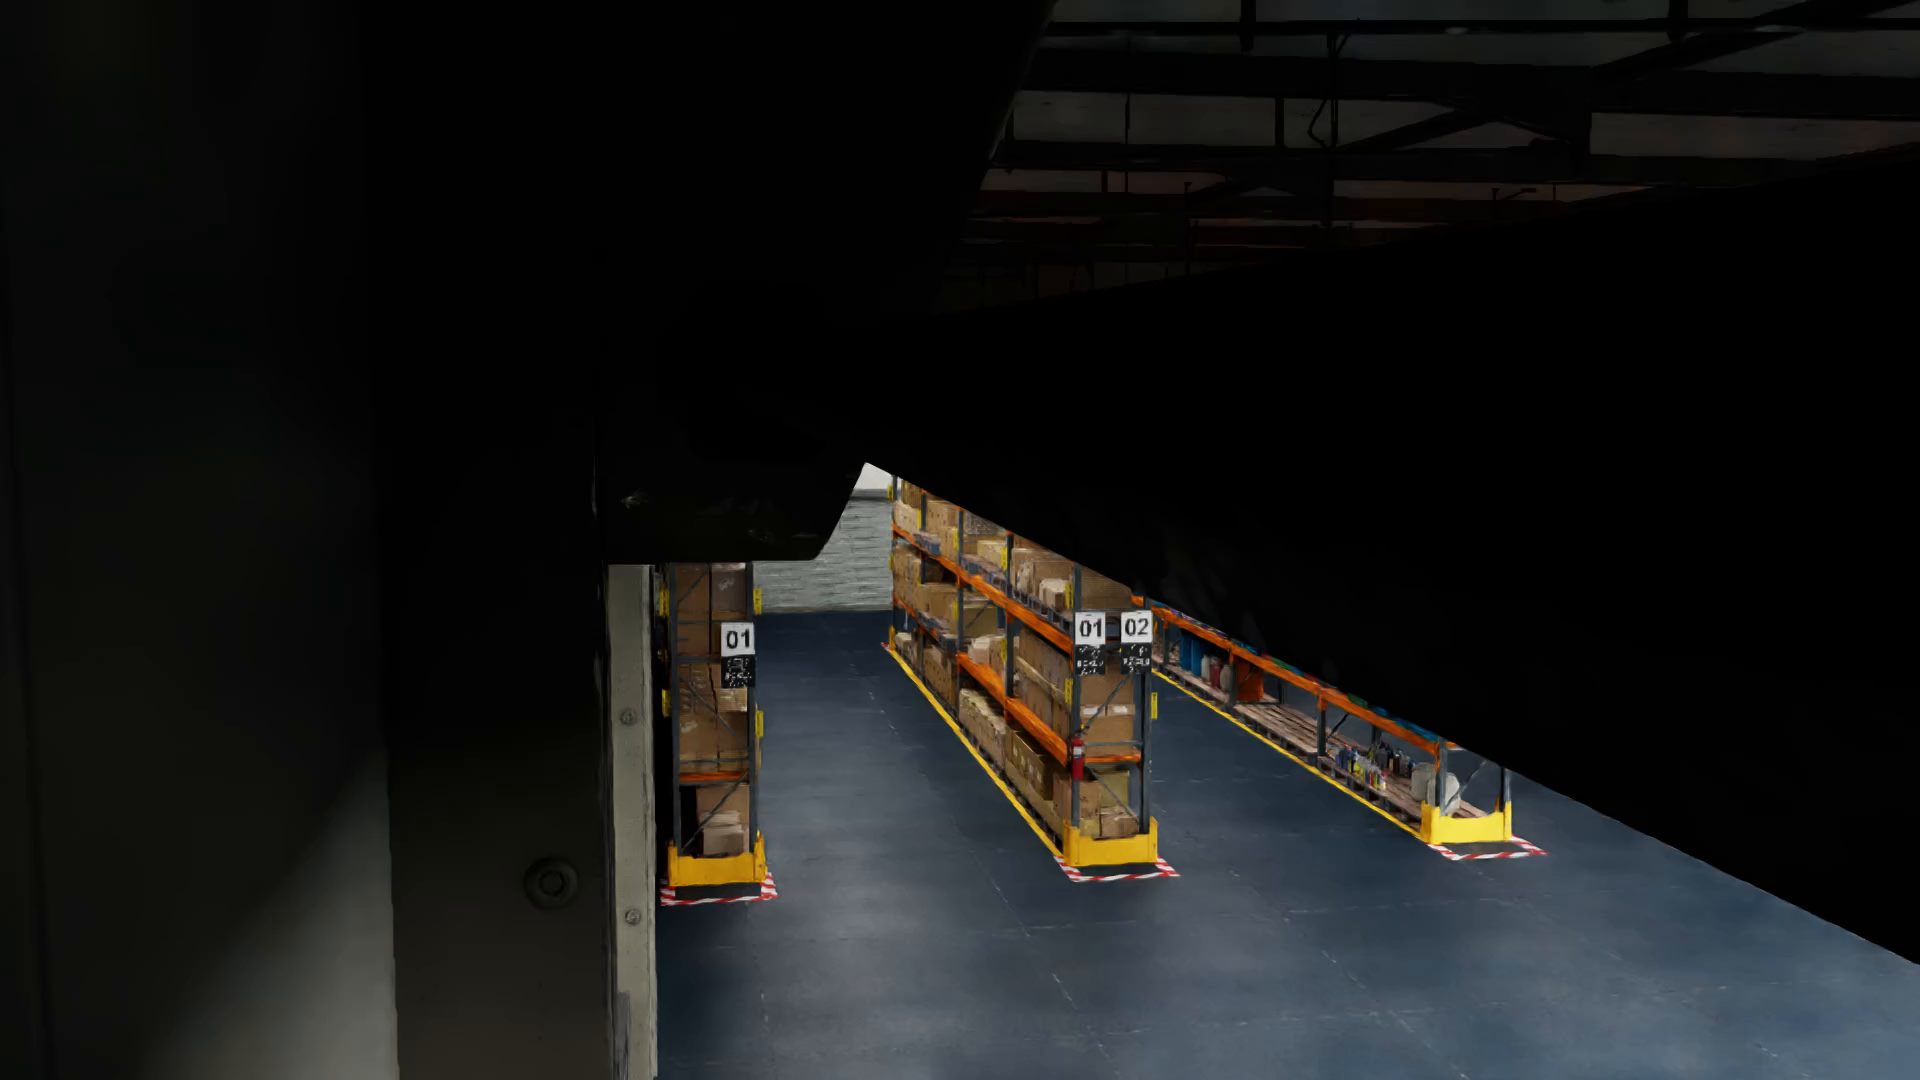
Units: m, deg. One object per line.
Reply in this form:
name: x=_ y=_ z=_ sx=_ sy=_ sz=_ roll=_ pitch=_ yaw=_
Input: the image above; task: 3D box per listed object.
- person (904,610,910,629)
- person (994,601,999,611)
person: x=-1.015 y=1.344 z=39.017 sx=0.567 sy=1.533 sz=0.754 roll=-4 pitch=7 yaw=-31
person: x=0.675 y=1.556 z=36.437 sx=0.400 sy=1.670 sz=0.587 roll=0 pitch=6 yaw=4
